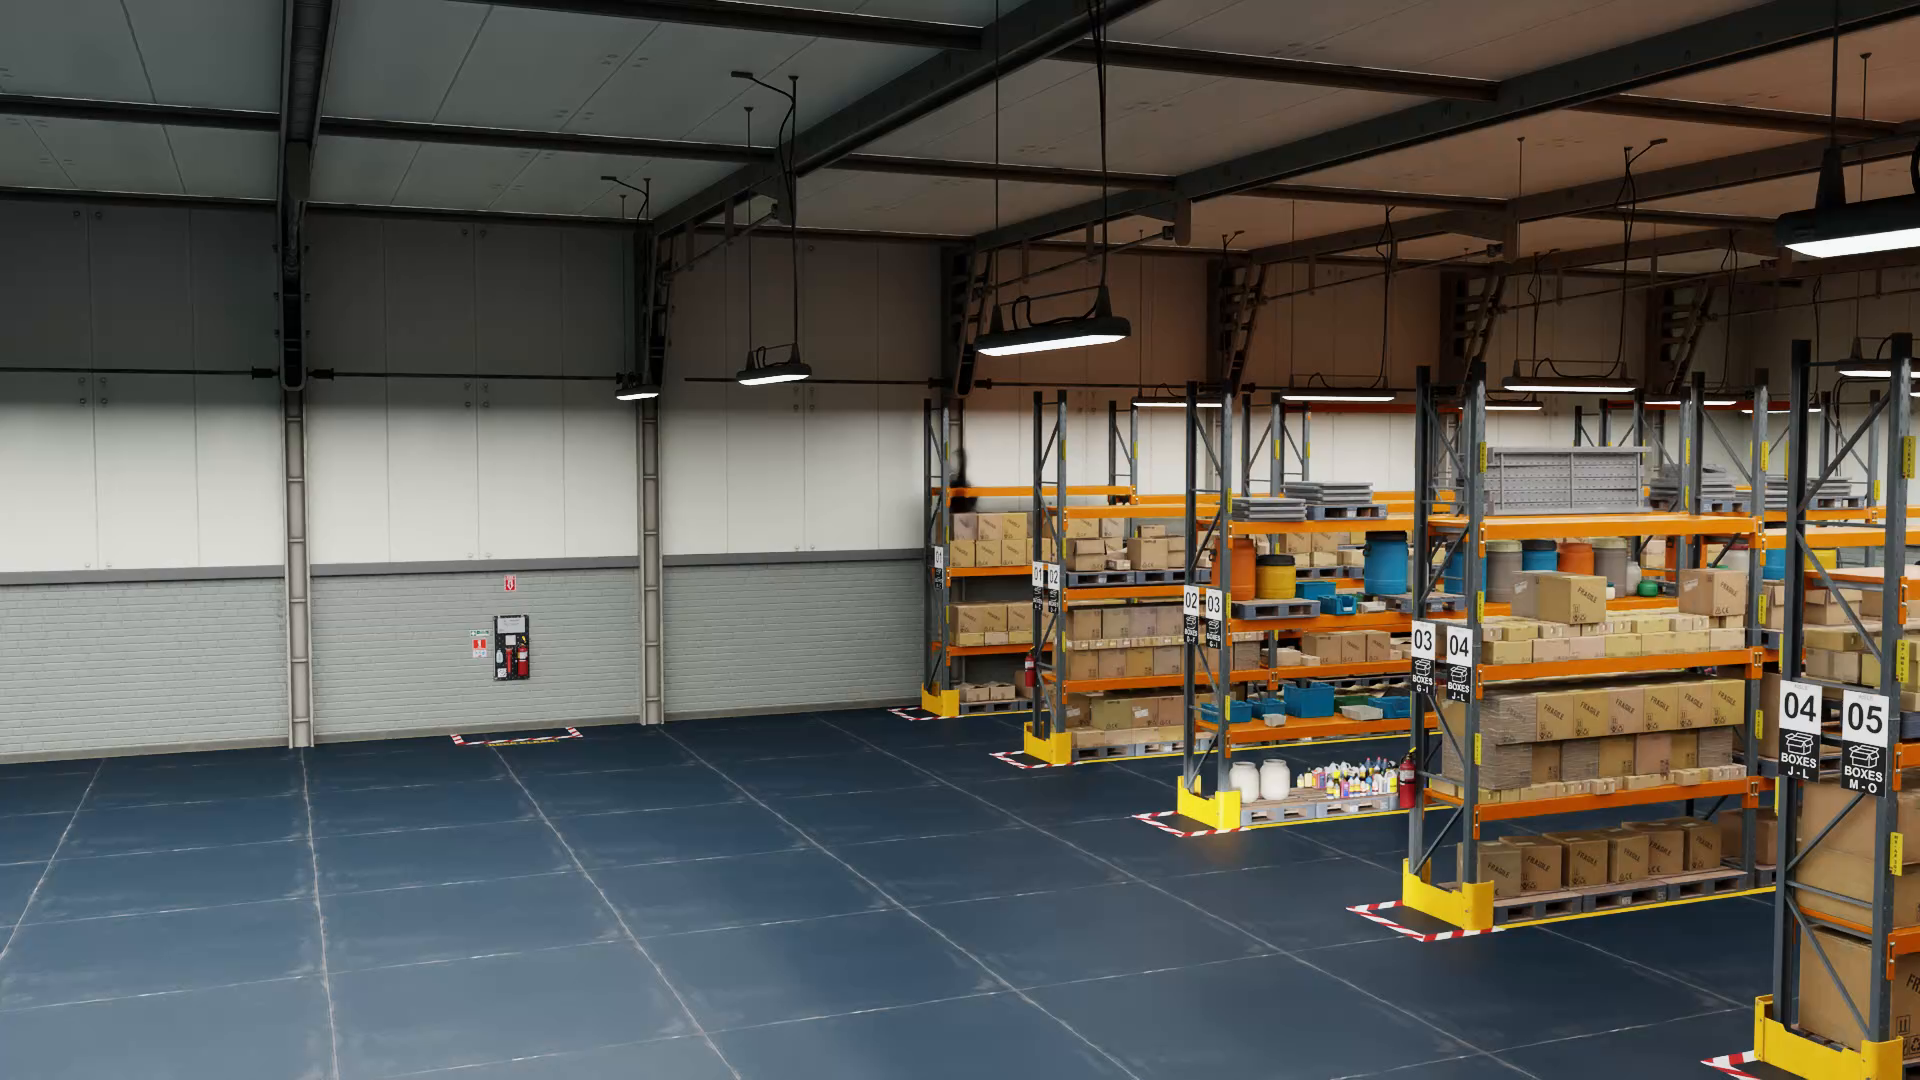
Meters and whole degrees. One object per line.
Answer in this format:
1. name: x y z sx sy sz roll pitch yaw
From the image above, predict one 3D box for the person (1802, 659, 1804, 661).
1. person: 18.001 2.224 35.325 0.650 1.792 0.887 1 4 16
